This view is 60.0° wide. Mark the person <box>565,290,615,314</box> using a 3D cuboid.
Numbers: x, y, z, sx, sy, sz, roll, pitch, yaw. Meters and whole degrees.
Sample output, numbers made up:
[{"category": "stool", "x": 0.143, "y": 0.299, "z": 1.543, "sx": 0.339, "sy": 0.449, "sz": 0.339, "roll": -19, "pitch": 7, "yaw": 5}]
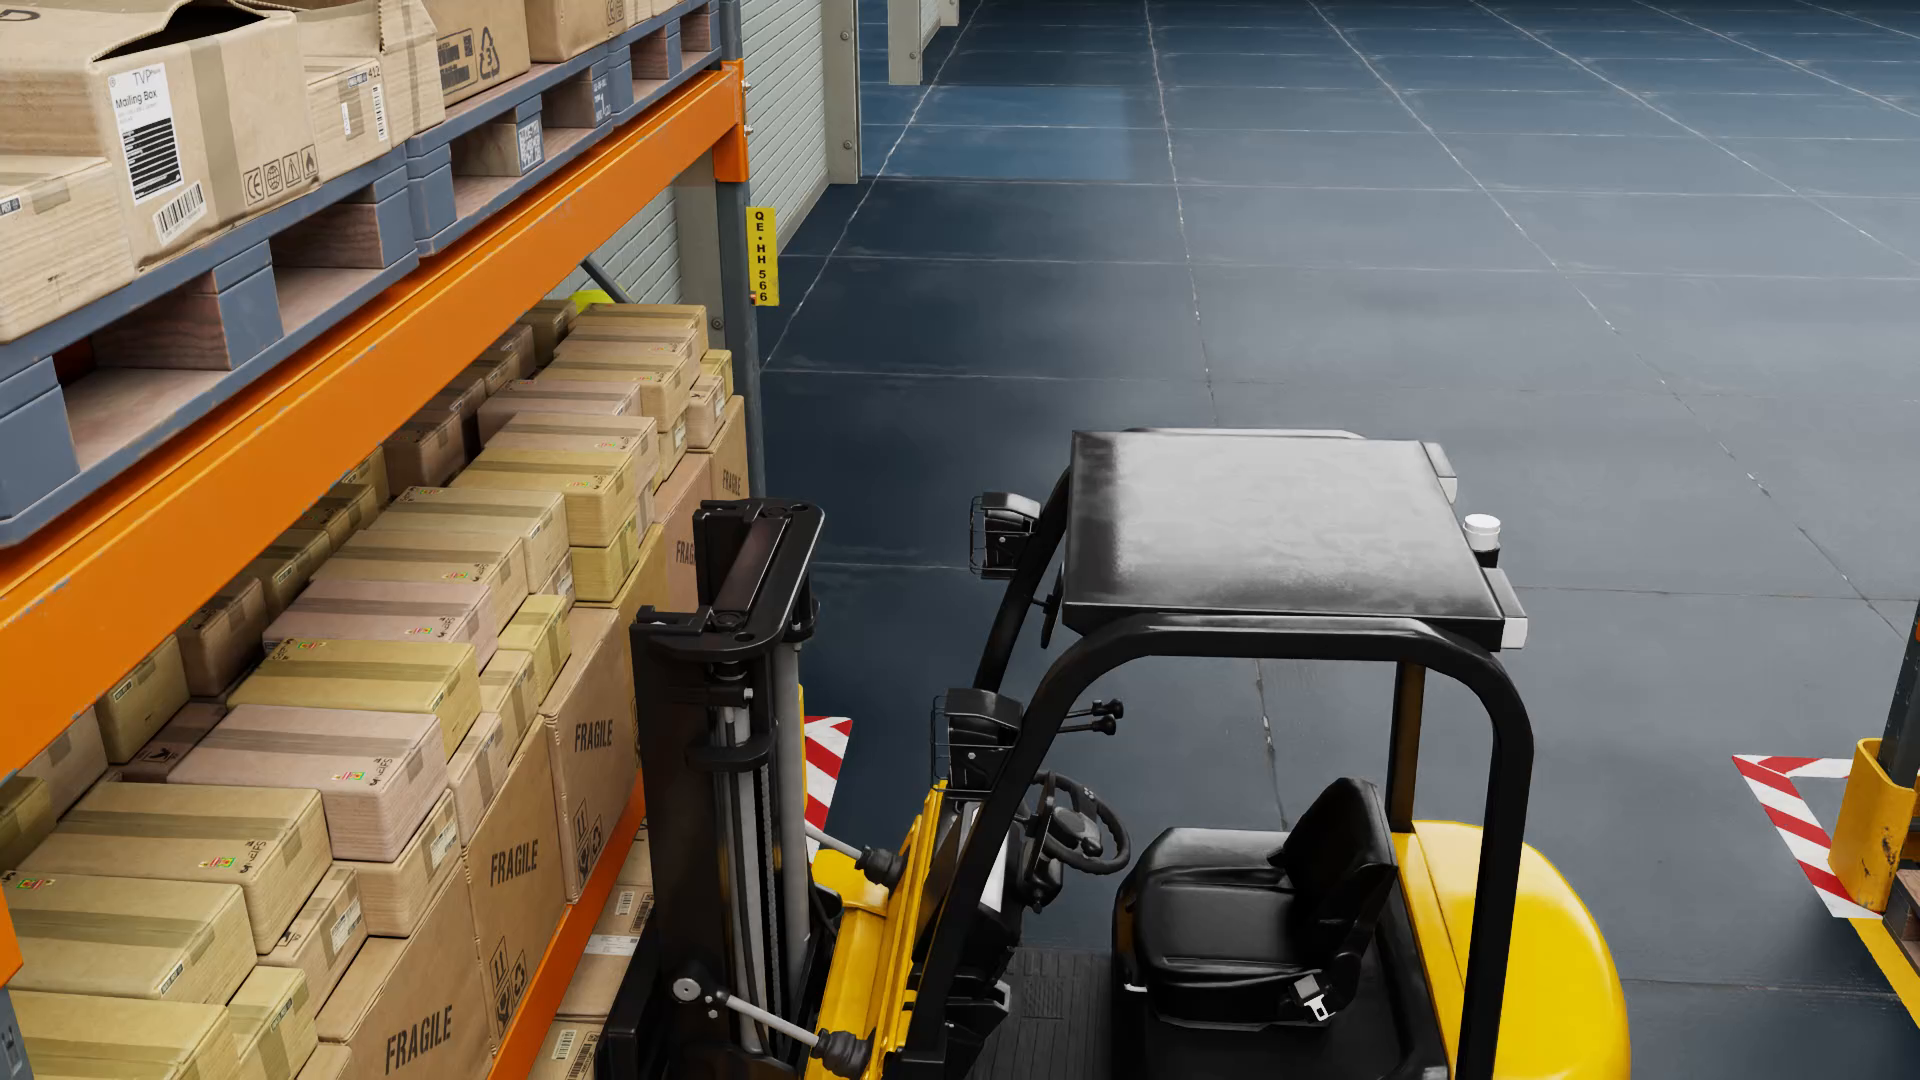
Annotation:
[{"category": "person", "x": -1.536, "y": -0.161, "z": 7.010, "sx": 0.424, "sy": 1.829, "sz": 0.569, "roll": -2, "pitch": 24, "yaw": -5}]
